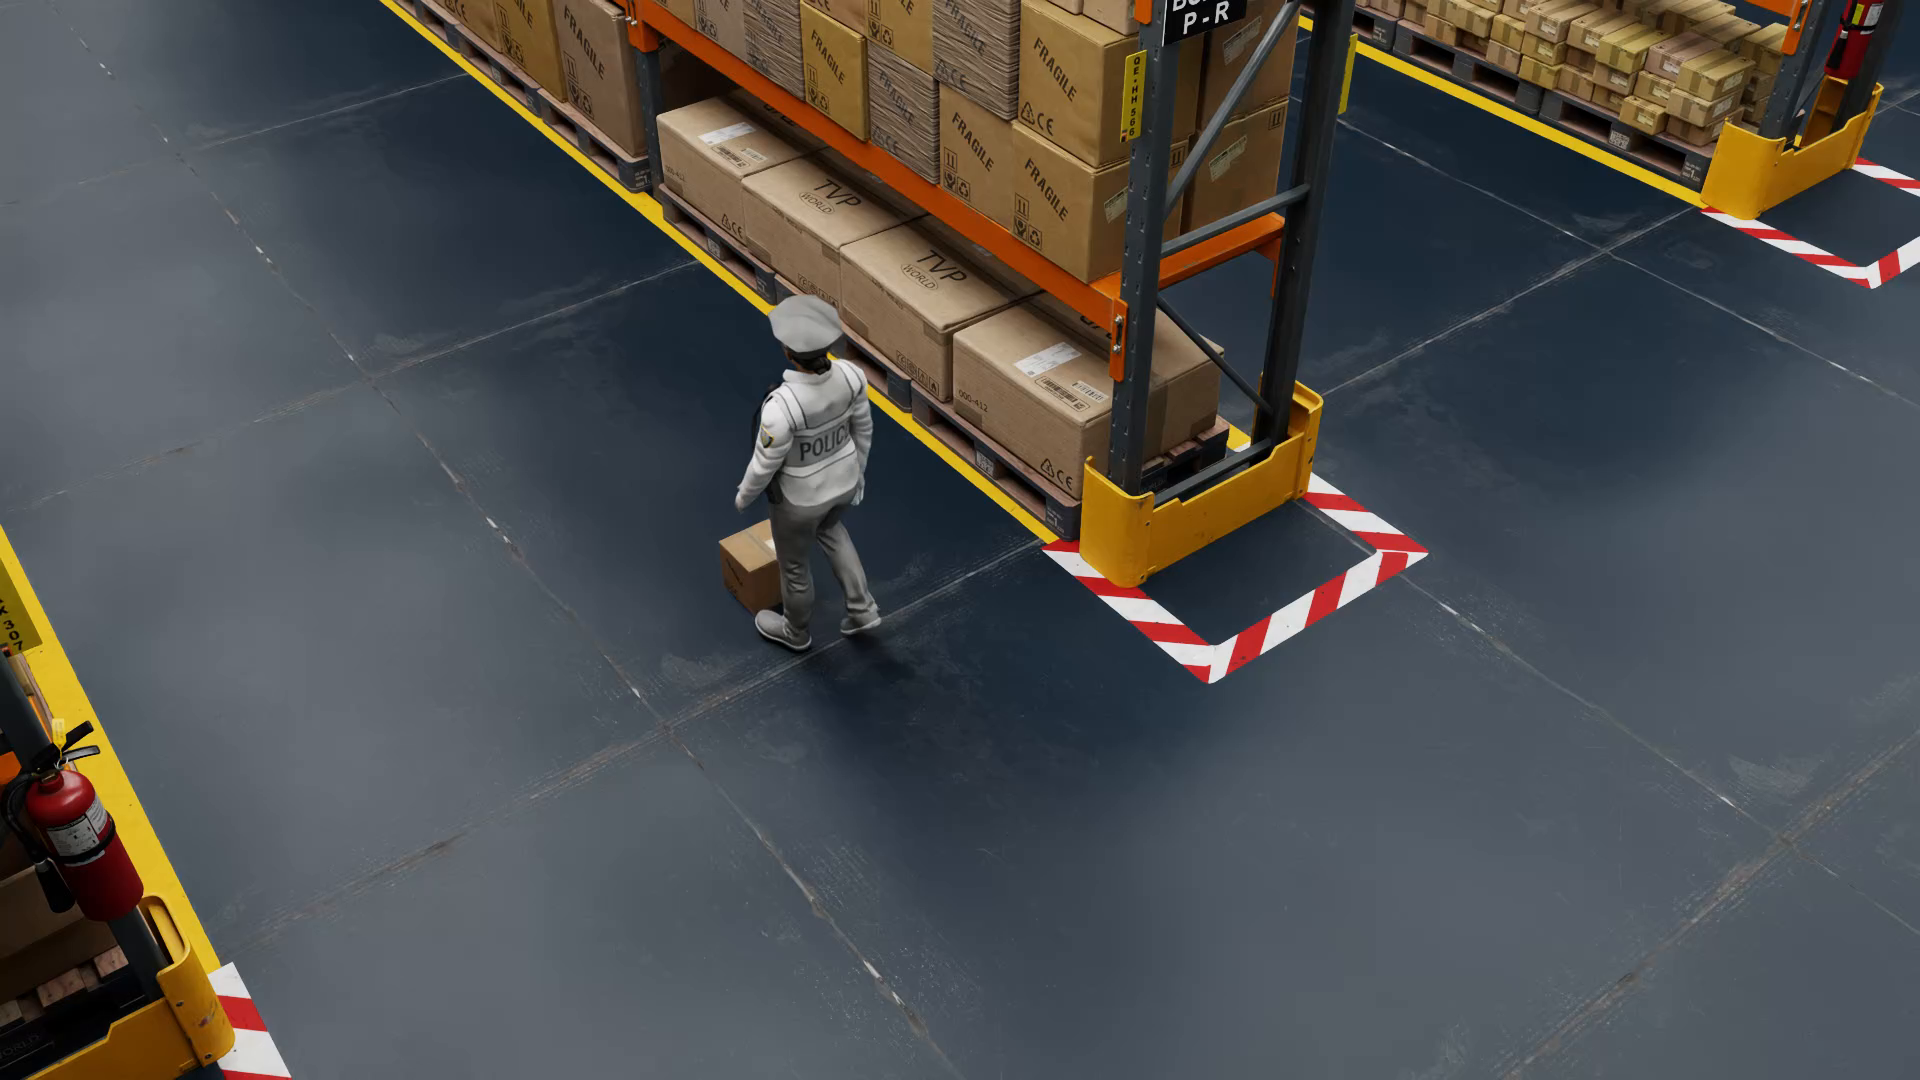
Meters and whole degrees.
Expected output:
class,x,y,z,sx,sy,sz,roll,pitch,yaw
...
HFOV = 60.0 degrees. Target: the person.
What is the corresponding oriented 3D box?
class,x,y,z,sx,sy,sz,roll,pitch,yaw
person,-0.607,-0.218,6.379,0.508,1.687,0.508,-32,50,-32
